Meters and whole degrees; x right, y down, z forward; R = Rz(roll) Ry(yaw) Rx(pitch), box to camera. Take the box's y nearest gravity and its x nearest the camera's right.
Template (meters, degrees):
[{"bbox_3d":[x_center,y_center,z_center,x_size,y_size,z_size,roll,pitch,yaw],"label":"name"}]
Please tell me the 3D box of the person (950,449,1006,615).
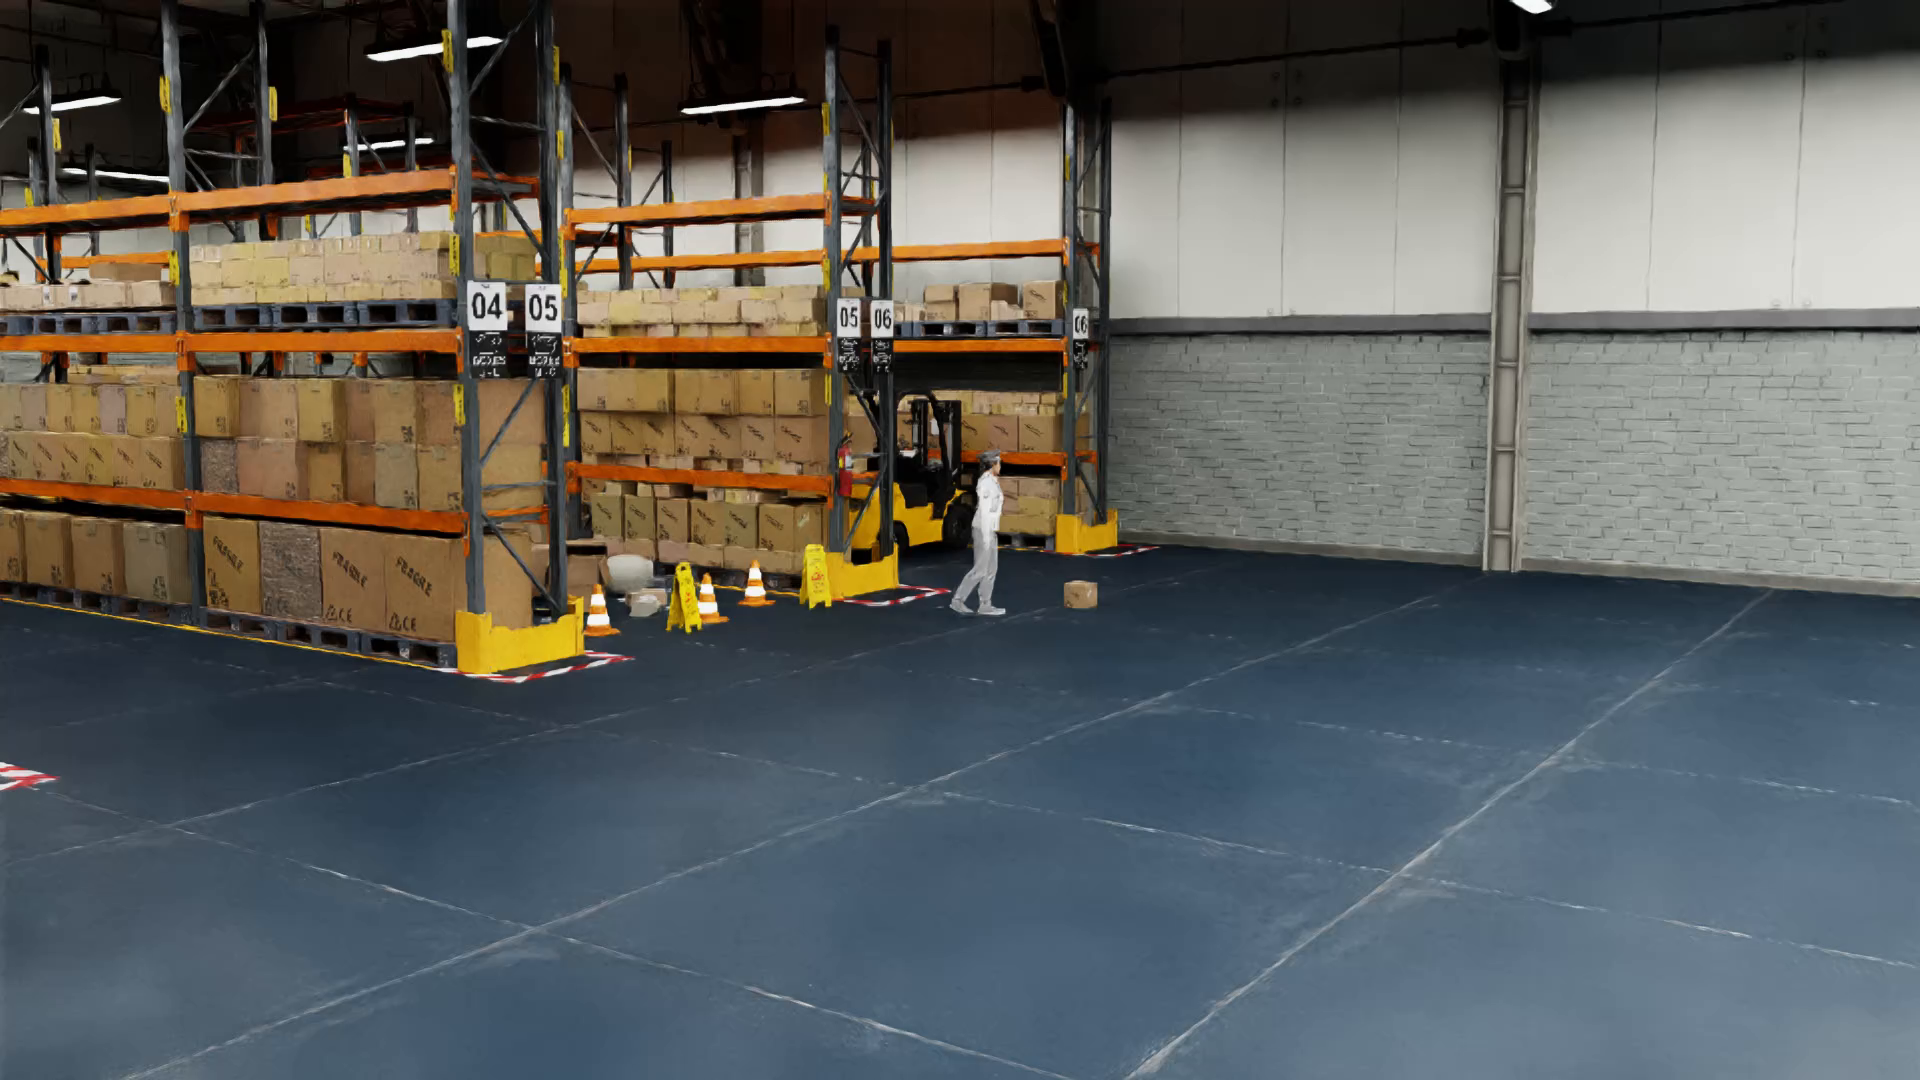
[{"bbox_3d":[0.180,-0.076,16.629,0.561,1.667,0.509,0,6,1],"label":"person"}]
